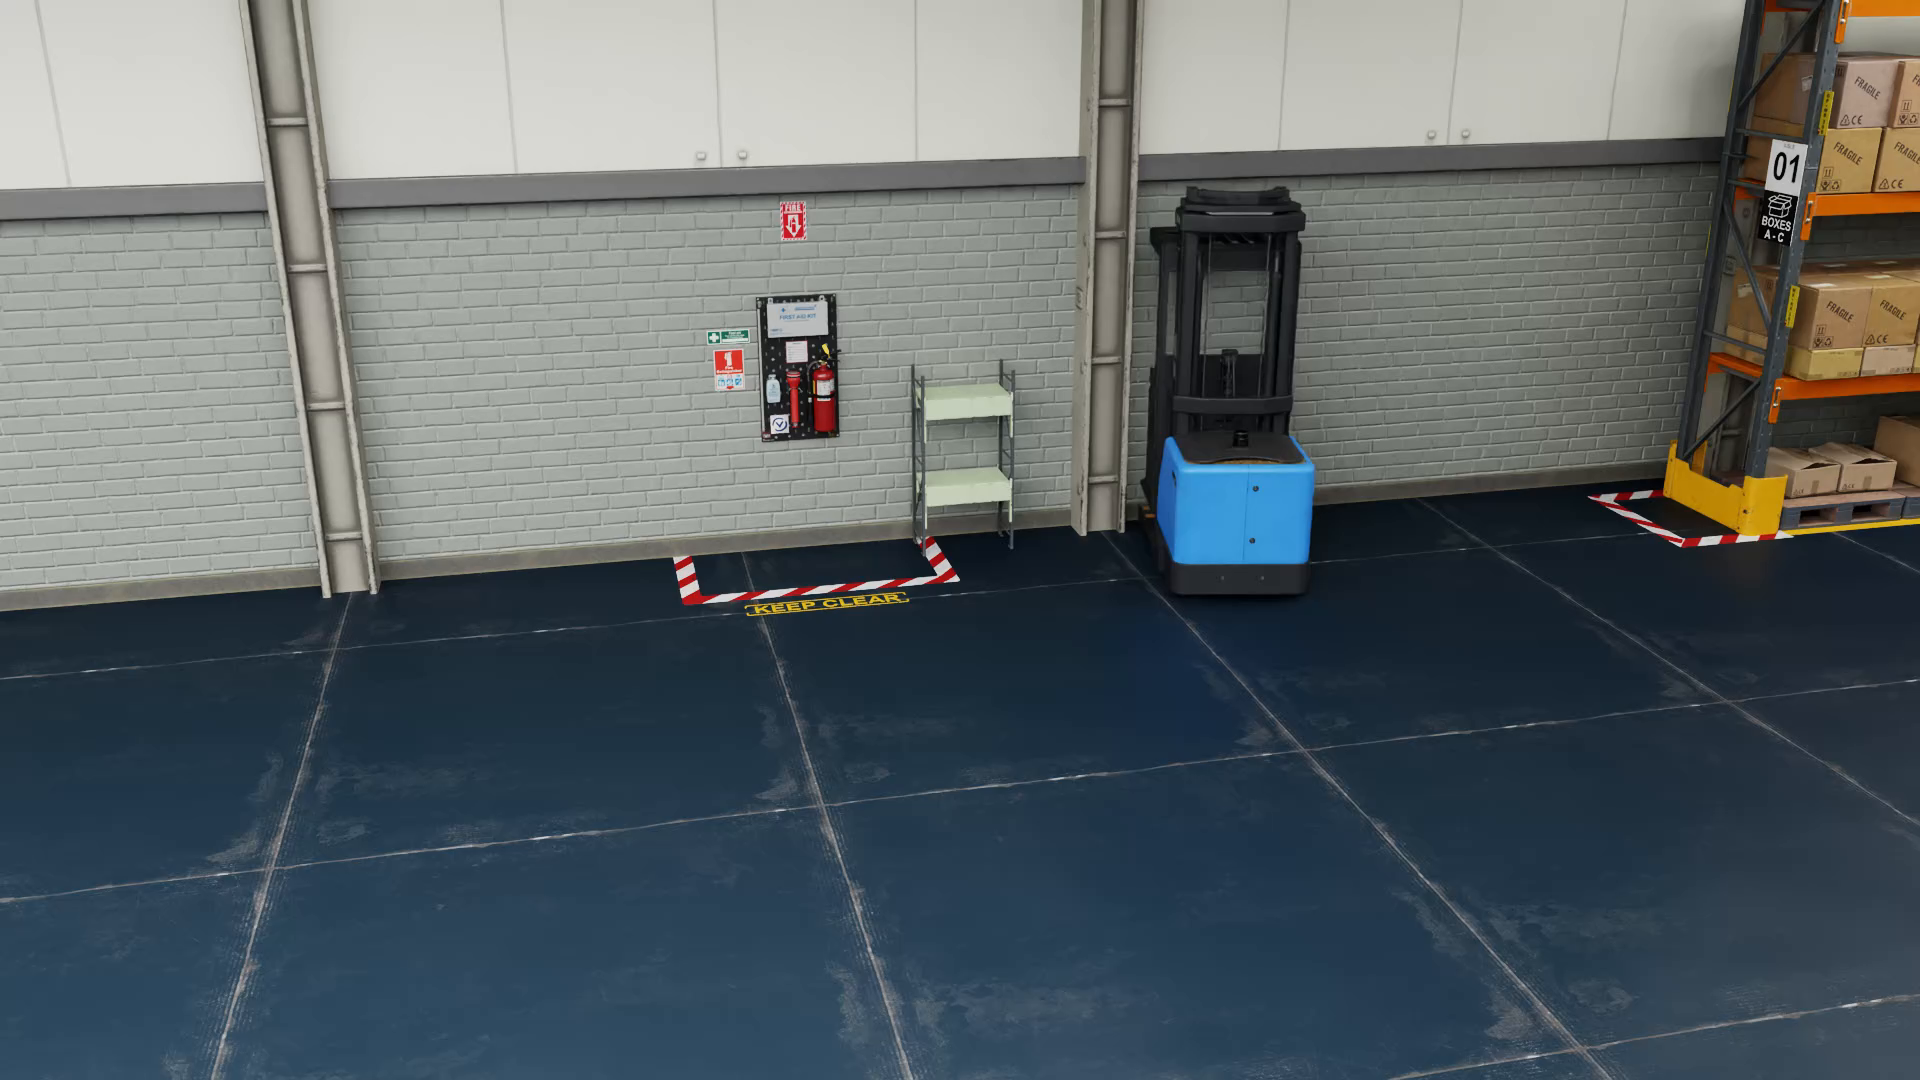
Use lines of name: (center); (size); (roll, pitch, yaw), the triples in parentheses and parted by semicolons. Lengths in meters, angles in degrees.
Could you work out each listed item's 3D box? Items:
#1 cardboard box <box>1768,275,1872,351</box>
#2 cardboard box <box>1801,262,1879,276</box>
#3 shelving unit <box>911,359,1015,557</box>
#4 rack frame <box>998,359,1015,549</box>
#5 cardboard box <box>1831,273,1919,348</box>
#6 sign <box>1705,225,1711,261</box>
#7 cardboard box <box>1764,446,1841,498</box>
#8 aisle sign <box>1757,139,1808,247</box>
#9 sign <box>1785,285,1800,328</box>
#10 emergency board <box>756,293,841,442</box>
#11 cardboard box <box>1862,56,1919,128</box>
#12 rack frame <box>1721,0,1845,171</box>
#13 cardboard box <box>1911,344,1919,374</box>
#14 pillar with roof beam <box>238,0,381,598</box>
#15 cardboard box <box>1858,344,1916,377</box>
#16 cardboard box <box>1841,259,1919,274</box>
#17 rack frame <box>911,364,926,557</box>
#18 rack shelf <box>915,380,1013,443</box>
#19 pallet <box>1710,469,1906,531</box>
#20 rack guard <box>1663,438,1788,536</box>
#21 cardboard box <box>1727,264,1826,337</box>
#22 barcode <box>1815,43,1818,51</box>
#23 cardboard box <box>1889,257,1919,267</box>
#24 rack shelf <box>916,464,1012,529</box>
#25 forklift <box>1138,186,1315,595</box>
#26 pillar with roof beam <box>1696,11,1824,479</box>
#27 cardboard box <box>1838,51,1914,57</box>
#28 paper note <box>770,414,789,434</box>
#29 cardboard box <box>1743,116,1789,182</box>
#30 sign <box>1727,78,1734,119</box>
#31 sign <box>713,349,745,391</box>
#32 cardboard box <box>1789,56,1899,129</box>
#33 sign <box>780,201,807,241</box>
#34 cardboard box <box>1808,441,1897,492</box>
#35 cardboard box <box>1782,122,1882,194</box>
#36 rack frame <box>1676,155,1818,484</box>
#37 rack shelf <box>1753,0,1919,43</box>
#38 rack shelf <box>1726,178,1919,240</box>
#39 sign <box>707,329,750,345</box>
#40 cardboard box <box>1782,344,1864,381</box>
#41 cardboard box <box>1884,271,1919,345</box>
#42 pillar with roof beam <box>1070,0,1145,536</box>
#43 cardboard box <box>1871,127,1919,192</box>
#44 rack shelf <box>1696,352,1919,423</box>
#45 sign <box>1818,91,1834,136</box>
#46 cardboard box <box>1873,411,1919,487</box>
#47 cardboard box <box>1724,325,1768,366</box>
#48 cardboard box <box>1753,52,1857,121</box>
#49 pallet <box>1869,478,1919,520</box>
cardboard box: (7.055, -1.869, 13.654); (0.500, 0.500, 0.500); (-5, 21, -12)
cardboard box: (7.424, -2.077, 14.222); (0.500, 0.500, 0.500); (-4, 21, -12)
shelving unit: (0.022, -0.667, 13.454); (0.755, 1.500, 0.431); (-5, 21, -13)
rack frame: (0.378, -0.697, 13.536); (0.023, 1.500, 0.400); (-5, 21, -13)
cardboard box: (7.539, -1.905, 13.752); (0.500, 0.500, 0.500); (-5, 21, -12)
sign: (6.413, -2.520, 14.190); (0.005, 0.325, 0.100); (-5, 21, -12)
cardboard box: (7.216, -0.609, 14.386); (0.500, 0.311, 0.500); (-7, 21, -19)
aisle sign: (6.521, -2.755, 13.195); (0.004, 0.787, 0.394); (-5, 21, -12)
sign: (6.647, -1.865, 13.288); (0.005, 0.325, 0.100); (-5, 21, -12)
emergency board: (-1.249, -1.328, 13.078); (0.643, 1.169, 0.194); (-5, 21, -12)
cardboard box: (7.452, -3.547, 13.147); (0.500, 0.500, 0.500); (-5, 21, -13)
rack frame: (6.522, -4.458, 12.900); (0.127, 3.000, 1.000); (-5, 21, -12)
cardboard box: (8.069, -1.596, 14.000); (0.500, 0.250, 0.500); (-5, 21, -13)
pillar with roof beam: (-3.684, -2.412, 7.315); (0.400, 9.000, 9.100); (-5, 21, -12)
cardboard box: (7.572, -1.558, 13.895); (0.500, 0.250, 0.500); (-5, 21, -14)
cardboard box: (7.926, -2.119, 14.337); (0.500, 0.500, 0.500); (-5, 21, -14)
rack frame: (-0.333, -0.637, 13.372); (0.023, 1.500, 0.400); (-5, 21, -13)
rack shelf: (0.022, -1.033, 13.320); (0.720, 0.370, 0.431); (-5, 21, -13)
pallet: (7.394, -0.390, 14.572); (1.213, 0.211, 1.003); (-5, 21, -12)
rack guard: (6.596, -0.473, 14.379); (0.348, 0.500, 1.175); (-5, 21, -12)
cardboard box: (6.931, -2.040, 14.122); (0.500, 0.500, 0.500); (-5, 21, -13)
barcode: (7.098, -4.071, 13.734); (0.075, 0.075, 0.001); (-5, 21, -12)
cardboard box: (8.416, -2.159, 14.446); (0.500, 0.500, 0.500); (-4, 21, -12)
rack shelf: (0.022, -0.361, 13.566); (0.720, 0.370, 0.431); (-5, 21, -13)
forklift: (2.086, -1.420, 13.430); (1.130, 2.935, 3.031); (0, 20, -1)
pillar with roof beam: (7.994, -3.361, 9.908); (0.400, 9.000, 9.100); (-5, 21, -12)
cardboard box: (7.409, -3.743, 13.684); (0.500, 0.500, 0.500); (-3, 20, -9)
paper note: (-1.437, -0.923, 13.255); (0.142, 0.148, 0.016); (-5, 21, -12)
cardboard box: (6.869, -3.223, 13.717); (0.500, 0.500, 0.500); (-3, 20, -9)
sign: (6.413, -3.652, 13.776); (0.005, 0.325, 0.100); (-5, 21, -12)
sign: (-1.811, -1.335, 13.047); (0.234, 0.329, 0.001); (-5, 21, -12)
cardboard box: (6.952, -3.524, 13.085); (0.500, 0.500, 0.500); (-6, 21, -16)
sign: (-1.280, -2.449, 12.769); (0.199, 0.298, 0.001); (-5, 21, -12)
cardboard box: (7.770, -0.654, 14.510); (0.500, 0.311, 0.500); (-3, 20, -8)
cardboard box: (6.905, -3.048, 13.239); (0.500, 0.500, 0.500); (-4, 21, -11)
rack frame: (6.522, -1.641, 13.932); (0.127, 3.000, 1.000); (-5, 21, -12)
rack shelf: (8.468, -4.276, 13.457); (4.000, 0.370, 1.077); (-5, 21, -12)
rack shelf: (8.468, -2.870, 13.972); (4.000, 0.370, 1.077); (-5, 21, -12)
sign: (-1.804, -1.582, 12.949); (0.331, 0.109, 0.001); (-5, 21, -12)
cardboard box: (7.070, -1.512, 13.770); (0.500, 0.250, 0.500); (-5, 21, -14)
cardboard box: (8.043, -1.943, 13.858); (0.500, 0.500, 0.500); (-5, 21, -14)
pillar with roof beam: (2.155, -2.887, 8.612); (0.400, 9.000, 9.100); (-5, 21, -12)
cardboard box: (7.435, -3.079, 13.323); (0.500, 0.500, 0.500); (-3, 20, -9)
rack shelf: (8.468, -1.461, 14.488); (4.000, 0.370, 1.077); (-5, 21, -12)
sign: (6.647, -3.278, 12.770); (0.005, 0.325, 0.100); (-5, 21, -12)
cardboard box: (8.496, -0.785, 14.590); (0.500, 0.500, 0.700); (-6, 21, -16)
cardboard box: (6.932, -1.681, 14.233); (0.500, 0.250, 0.500); (-4, 21, -12)
cardboard box: (6.881, -3.697, 13.556); (0.500, 0.500, 0.500); (-4, 20, -10)
pallet: (8.579, -0.485, 14.832); (1.213, 0.211, 1.003); (-5, 21, -12)
